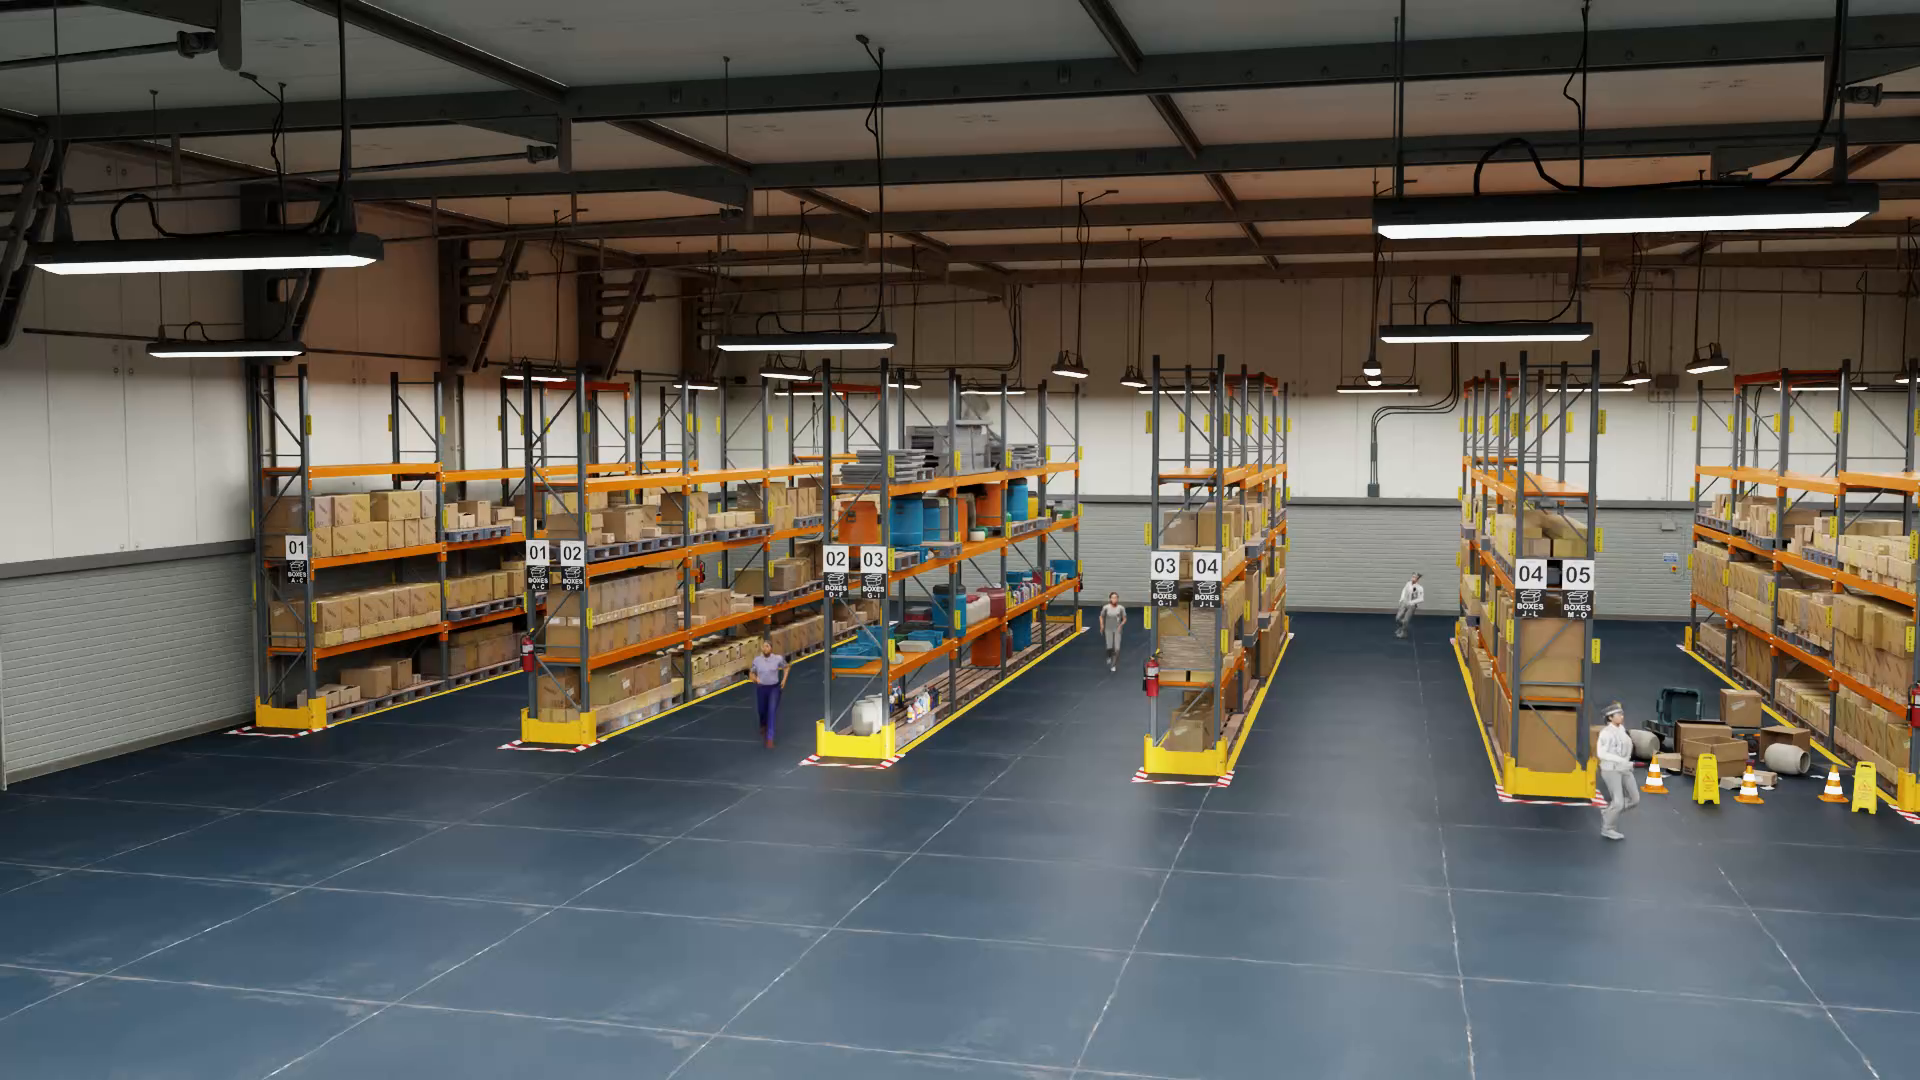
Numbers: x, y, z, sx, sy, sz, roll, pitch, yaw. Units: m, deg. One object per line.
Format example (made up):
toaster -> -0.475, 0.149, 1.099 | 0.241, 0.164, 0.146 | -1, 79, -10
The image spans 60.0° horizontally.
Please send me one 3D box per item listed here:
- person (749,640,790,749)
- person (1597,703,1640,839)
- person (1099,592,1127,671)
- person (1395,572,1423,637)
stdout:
person -> -2.998, 2.395, 26.151 | 0.615, 1.645, 0.914 | 0, 4, 3
person -> 7.975, 2.786, 20.072 | 0.606, 1.652, 0.531 | -3, 5, -34
person -> 3.111, 1.865, 33.778 | 0.550, 1.620, 0.593 | 0, 4, 3
person -> 10.483, 1.518, 38.970 | 0.529, 1.582, 0.799 | -4, 5, -43
